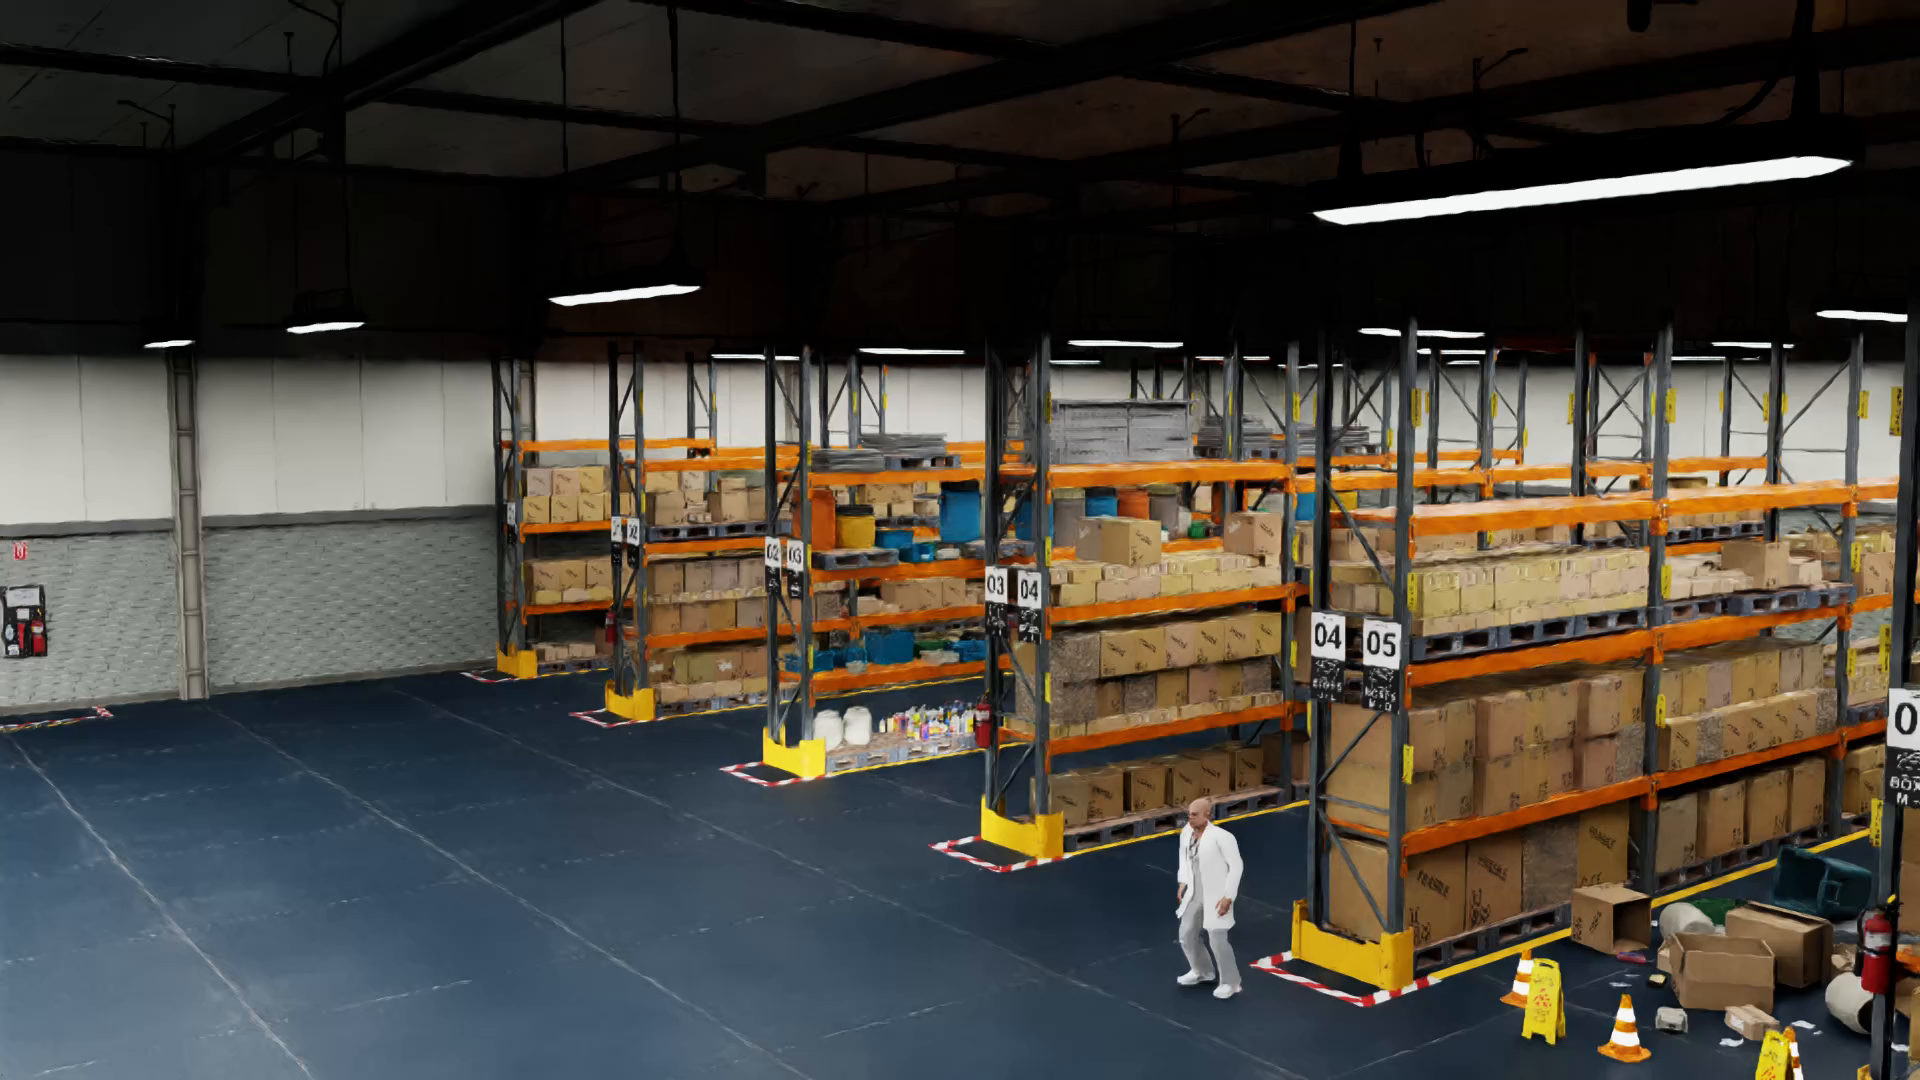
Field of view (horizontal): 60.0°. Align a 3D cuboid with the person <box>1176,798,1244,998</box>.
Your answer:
[{"bbox_3d":[2.147,3.051,14.306,0.546,1.734,0.729,-4,6,-38],"label":"person"}]
